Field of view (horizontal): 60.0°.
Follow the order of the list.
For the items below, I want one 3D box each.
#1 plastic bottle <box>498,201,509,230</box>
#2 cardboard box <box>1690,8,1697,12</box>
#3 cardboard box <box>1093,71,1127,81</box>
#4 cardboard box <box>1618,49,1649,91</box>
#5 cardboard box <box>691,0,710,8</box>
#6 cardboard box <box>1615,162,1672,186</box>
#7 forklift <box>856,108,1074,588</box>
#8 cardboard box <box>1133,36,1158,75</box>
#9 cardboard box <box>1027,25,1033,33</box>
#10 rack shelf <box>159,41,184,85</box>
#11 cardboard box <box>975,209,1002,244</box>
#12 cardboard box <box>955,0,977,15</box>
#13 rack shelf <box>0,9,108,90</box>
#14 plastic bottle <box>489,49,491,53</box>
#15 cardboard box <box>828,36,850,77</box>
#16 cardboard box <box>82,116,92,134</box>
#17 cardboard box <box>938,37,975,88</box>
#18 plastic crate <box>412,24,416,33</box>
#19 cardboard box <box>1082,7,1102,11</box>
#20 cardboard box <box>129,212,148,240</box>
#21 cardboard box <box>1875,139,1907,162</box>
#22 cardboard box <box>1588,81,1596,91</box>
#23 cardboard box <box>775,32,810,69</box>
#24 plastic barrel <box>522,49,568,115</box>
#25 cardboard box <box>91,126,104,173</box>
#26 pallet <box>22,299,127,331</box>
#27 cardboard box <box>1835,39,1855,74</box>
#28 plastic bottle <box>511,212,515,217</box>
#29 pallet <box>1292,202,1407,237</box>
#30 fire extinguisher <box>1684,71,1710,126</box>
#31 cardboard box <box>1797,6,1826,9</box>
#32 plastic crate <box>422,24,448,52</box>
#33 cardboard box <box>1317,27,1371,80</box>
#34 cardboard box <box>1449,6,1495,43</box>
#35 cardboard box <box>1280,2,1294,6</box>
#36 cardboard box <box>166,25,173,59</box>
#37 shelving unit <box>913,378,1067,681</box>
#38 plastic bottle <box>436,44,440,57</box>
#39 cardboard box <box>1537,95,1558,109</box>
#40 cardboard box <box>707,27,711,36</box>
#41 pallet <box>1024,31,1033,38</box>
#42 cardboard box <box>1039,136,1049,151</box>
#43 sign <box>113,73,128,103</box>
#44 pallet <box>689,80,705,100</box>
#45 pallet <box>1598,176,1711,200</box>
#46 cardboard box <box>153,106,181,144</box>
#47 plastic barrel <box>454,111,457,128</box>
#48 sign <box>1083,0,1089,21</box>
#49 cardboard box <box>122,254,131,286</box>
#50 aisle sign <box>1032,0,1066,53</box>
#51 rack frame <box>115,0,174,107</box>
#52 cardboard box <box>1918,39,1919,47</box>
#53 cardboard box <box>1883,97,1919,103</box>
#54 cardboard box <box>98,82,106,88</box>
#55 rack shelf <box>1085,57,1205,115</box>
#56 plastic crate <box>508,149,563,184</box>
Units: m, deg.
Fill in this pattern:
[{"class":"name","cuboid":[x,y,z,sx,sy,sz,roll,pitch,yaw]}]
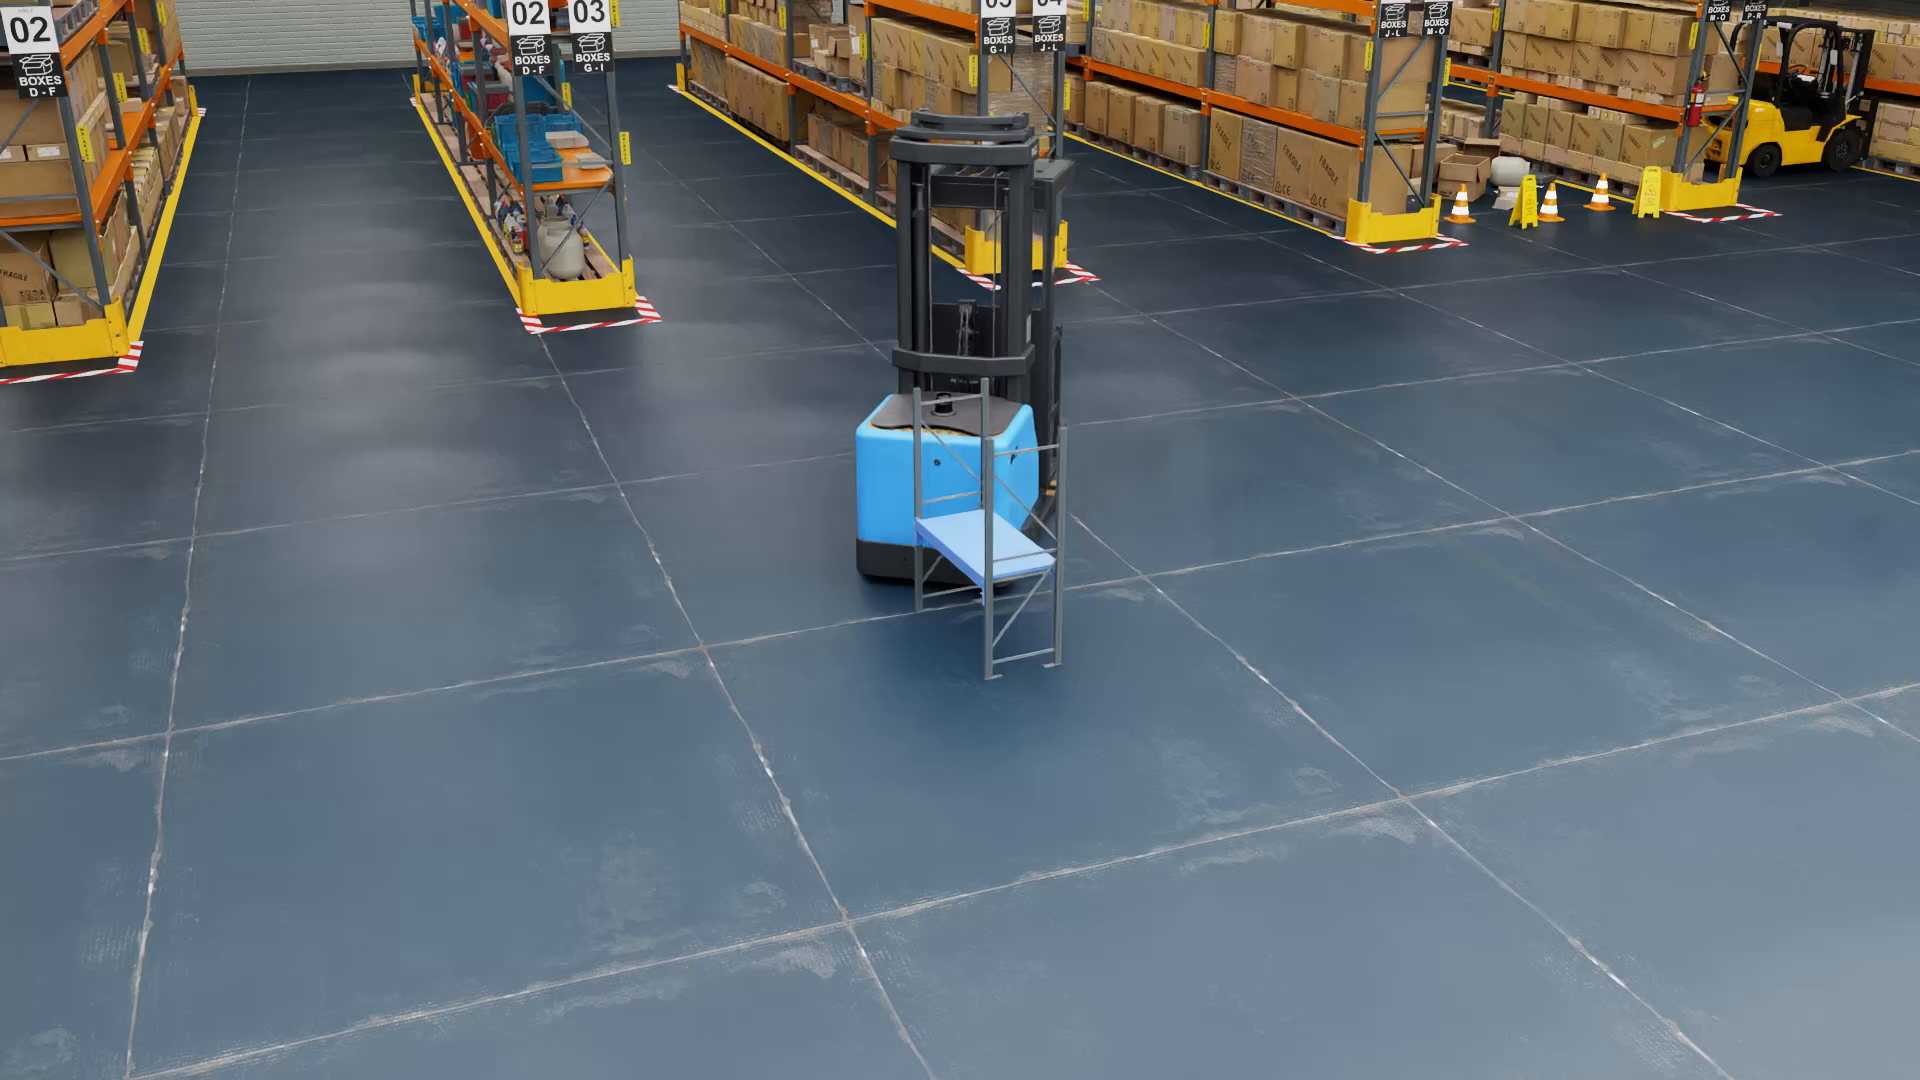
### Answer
[{"class":"plastic bottle","cuboid":[-5.477,-3.909,20.007,0.144,0.351,0.185,-8,24,-18]},{"class":"cardboard box","cuboid":[12.449,-8.806,27.817,0.380,0.149,0.250,-9,24,-20]},{"class":"cardboard box","cuboid":[2.506,-7.725,27.928,0.500,0.250,0.500,-9,25,-21]},{"class":"cardboard box","cuboid":[9.322,-6.388,22.533,0.500,0.500,0.500,-8,24,-19]},{"class":"cardboard box","cuboid":[-4.697,-10.150,30.814,0.500,0.500,0.500,-9,24,-20]},{"class":"cardboard box","cuboid":[9.398,-5.055,22.881,0.500,0.250,0.500,-8,24,-19]},{"class":"forklift","cuboid":[0.167,-1.584,11.735,1.130,2.935,3.031,6,23,13]},{"class":"cardboard box","cuboid":[2.963,-7.351,25.200,0.500,0.500,0.500,-9,24,-20]},{"class":"cardboard box","cuboid":[1.371,-8.813,28.581,0.380,0.149,0.250,-10,25,-21]},{"class":"rack shelf","cuboid":[-13.542,-7.901,27.560,1.077,0.370,4.000,-8,24,-19]},{"class":"cardboard box","cuboid":[0.468,-3.774,19.520,0.500,0.500,0.500,-4,23,-9]},{"class":"cardboard box","cuboid":[0.265,-5.957,18.352,0.500,0.250,0.500,-8,24,-18]},{"class":"rack shelf","cuboid":[-9.302,-4.923,16.632,1.077,0.370,4.000,-8,24,-19]},{"class":"plastic bottle","cuboid":[-7.265,-7.482,25.804,0.097,0.271,0.097,0,23,0]},{"class":"cardboard box","cuboid":[-1.439,-6.815,23.384,0.797,0.503,0.637,-6,24,-14]},{"class":"cardboard box","cuboid":[-9.075,-4.221,16.939,0.380,0.149,0.250,-8,24,-18]},{"class":"cardboard box","cuboid":[0.065,-5.494,19.124,0.500,0.500,0.500,-8,24,-19]},{"class":"plastic crate","cuboid":[-9.798,-9.281,30.170,0.250,0.136,0.298,-8,24,-19]},{"class":"cardboard box","cuboid":[2.268,-8.884,27.982,0.380,0.149,0.250,-9,25,-21]},{"class":"cardboard box","cuboid":[-9.920,-3.706,19.680,0.500,0.250,0.500,-9,24,-20]},{"class":"cardboard box","cuboid":[13.958,-5.781,24.604,0.500,0.250,0.500,-8,24,-19]},{"class":"cardboard box","cuboid":[9.090,-6.412,23.424,0.380,0.149,0.250,-8,24,-19]},{"class":"cardboard box","cuboid":[-2.559,-7.602,25.795,0.500,0.500,0.500,-8,24,-17]},{"class":"plastic barrel","cuboid":[-5.227,-5.690,20.743,0.600,0.901,0.708,-8,24,-19]},{"class":"cardboard box","cuboid":[-9.480,-4.111,17.513,0.700,0.500,0.500,-8,24,-18]},{"class":"pallet","cuboid":[-8.905,-2.133,16.538,1.003,0.211,1.213,-8,24,-19]},{"class":"cardboard box","cuboid":[13.623,-7.291,25.059,0.500,0.500,0.500,-8,24,-19]},{"class":"plastic bottle","cuboid":[-5.323,-3.756,19.745,0.097,0.271,0.097,0,23,0]},{"class":"pallet","cuboid":[4.993,-4.142,21.306,1.003,0.211,1.213,-8,24,-19]},{"class":"fire extinguisher","cuboid":[9.553,-5.723,21.565,0.296,0.674,0.183,-8,24,-19]},{"class":"cardboard box","cuboid":[13.569,-8.406,26.486,0.380,0.149,0.250,-8,24,-19]},{"class":"plastic crate","cuboid":[-8.684,-8.327,27.588,0.392,0.384,0.575,-8,24,-19]},{"class":"cardboard box","cuboid":[4.973,-6.041,20.638,0.875,0.550,0.550,-8,24,-19]},{"class":"cardboard box","cuboid":[7.977,-8.010,25.839,0.500,0.500,0.500,-8,24,-19]},{"class":"cardboard box","cuboid":[6.160,-9.980,30.151,0.500,0.500,0.500,-9,24,-20]},{"class":"cardboard box","cuboid":[-12.944,-7.960,26.645,0.500,0.500,0.500,-8,24,-18]},{"class":"shelving unit","cuboid":[0.158,-0.087,10.024,0.538,1.500,1.048,-10,25,-23]},{"class":"plastic bottle","cuboid":[-8.248,-7.725,26.383,0.097,0.271,0.097,0,23,0]},{"class":"cardboard box","cuboid":[8.658,-6.396,24.262,0.380,0.149,0.250,-7,24,-17]},{"class":"cardboard box","cuboid":[-4.344,-9.188,30.010,0.380,0.149,0.250,-8,24,-18]},{"class":"pallet","cuboid":[1.785,-8.679,28.727,1.003,0.211,1.213,-8,24,-19]},{"class":"cardboard box","cuboid":[0.795,-4.524,18.945,0.380,0.149,0.250,-8,24,-19]},{"class":"sign","cuboid":[-9.490,-5.111,18.798,0.100,0.325,0.005,-8,24,-19]},{"class":"pallet","cuboid":[-4.624,-8.752,32.244,1.003,0.211,1.213,-8,24,-19]},{"class":"pallet","cuboid":[9.663,-4.906,23.118,1.003,0.211,1.213,-8,24,-19]},{"class":"cardboard box","cuboid":[-12.393,-6.417,25.764,0.500,0.500,0.500,-8,24,-19]},{"class":"plastic barrel","cuboid":[-7.773,-6.953,26.546,0.600,0.901,0.708,-8,24,-19]},{"class":"sign","cuboid":[2.018,-8.473,26.603,0.100,0.325,0.005,-8,24,-19]},{"class":"cardboard box","cuboid":[-9.106,-2.843,17.632,0.500,0.250,0.500,-8,24,-19]},{"class":"aisle sign","cuboid":[0.976,-5.720,18.112,0.394,0.787,0.004,-8,24,-19]},{"class":"rack frame","cuboid":[-12.835,-7.506,25.696,1.000,3.000,0.127,-8,24,-19]},{"class":"cardboard box","cuboid":[14.049,-7.170,23.934,0.380,0.149,0.250,-8,24,-18]},{"class":"cardboard box","cuboid":[14.247,-6.498,25.016,0.500,0.250,0.500,-9,24,-19]},{"class":"cardboard box","cuboid":[-10.628,-5.300,20.333,0.500,0.500,0.500,-8,24,-19]},{"class":"rack shelf","cuboid":[3.229,-6.996,25.412,1.077,0.370,4.000,-8,24,-19]},{"class":"plastic crate","cuboid":[-4.417,-3.896,17.323,0.499,0.251,0.616,-8,24,-19]}]
